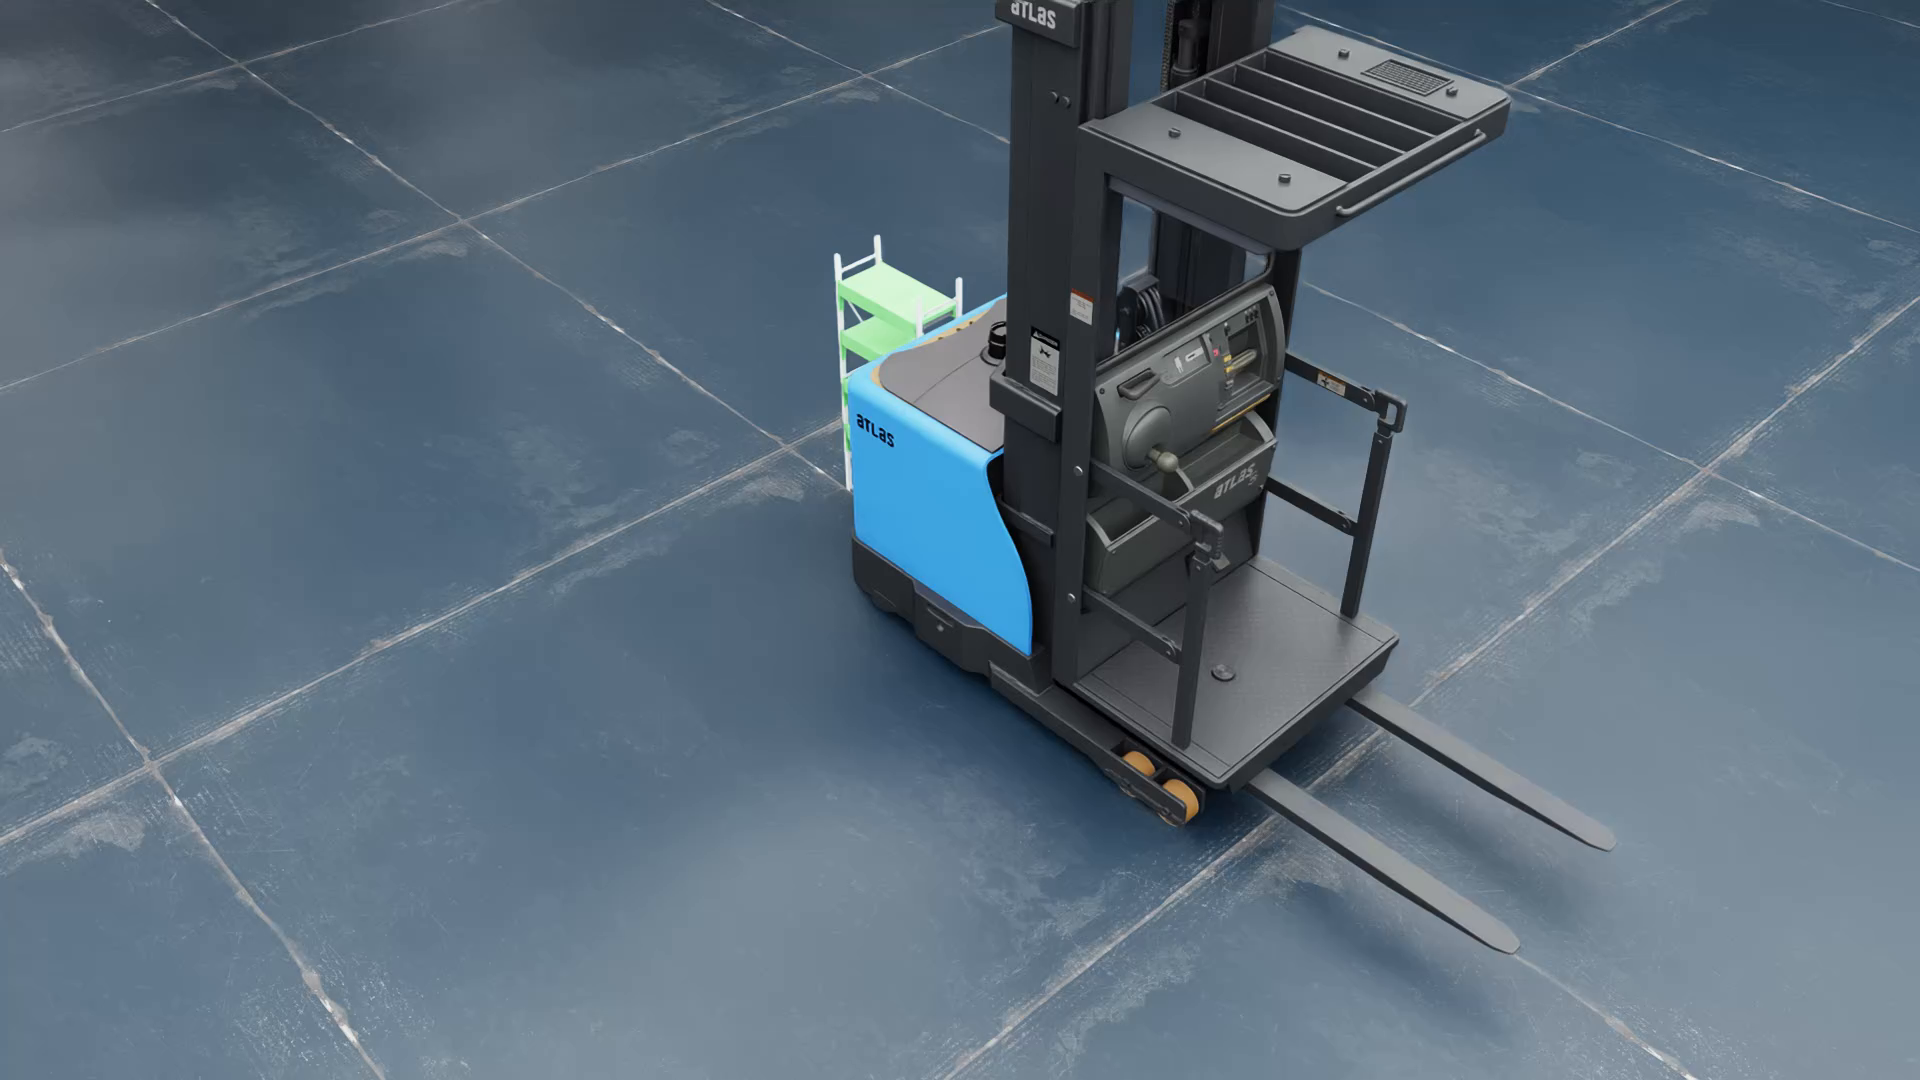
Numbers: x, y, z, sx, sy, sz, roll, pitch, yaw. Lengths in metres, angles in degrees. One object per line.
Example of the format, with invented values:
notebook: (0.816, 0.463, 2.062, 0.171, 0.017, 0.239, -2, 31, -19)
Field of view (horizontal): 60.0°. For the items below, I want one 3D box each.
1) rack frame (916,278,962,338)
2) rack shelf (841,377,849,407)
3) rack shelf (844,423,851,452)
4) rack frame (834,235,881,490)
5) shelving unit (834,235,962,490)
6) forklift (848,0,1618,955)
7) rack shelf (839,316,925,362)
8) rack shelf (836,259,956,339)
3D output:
rack frame: (-0.083, -0.525, 6.946, 0.240, 1.200, 0.015, -31, 48, -33)
rack shelf: (-0.253, -0.586, 7.122, 0.258, 0.148, 0.480, -31, 48, -33)
rack shelf: (-0.253, -0.399, 7.273, 0.258, 0.148, 0.480, -31, 48, -33)
rack frame: (-0.422, -0.746, 7.219, 0.240, 1.200, 0.015, -31, 48, -33)
shelving unit: (-0.253, -0.636, 7.082, 0.258, 1.200, 0.503, -31, 48, -33)
forklift: (0.939, -0.483, 5.515, 1.130, 2.935, 3.031, -31, 48, -33)
rack shelf: (-0.253, -0.773, 6.971, 0.258, 0.148, 0.480, -31, 48, -33)
rack shelf: (-0.253, -0.959, 6.821, 0.258, 0.148, 0.480, -31, 48, -33)
